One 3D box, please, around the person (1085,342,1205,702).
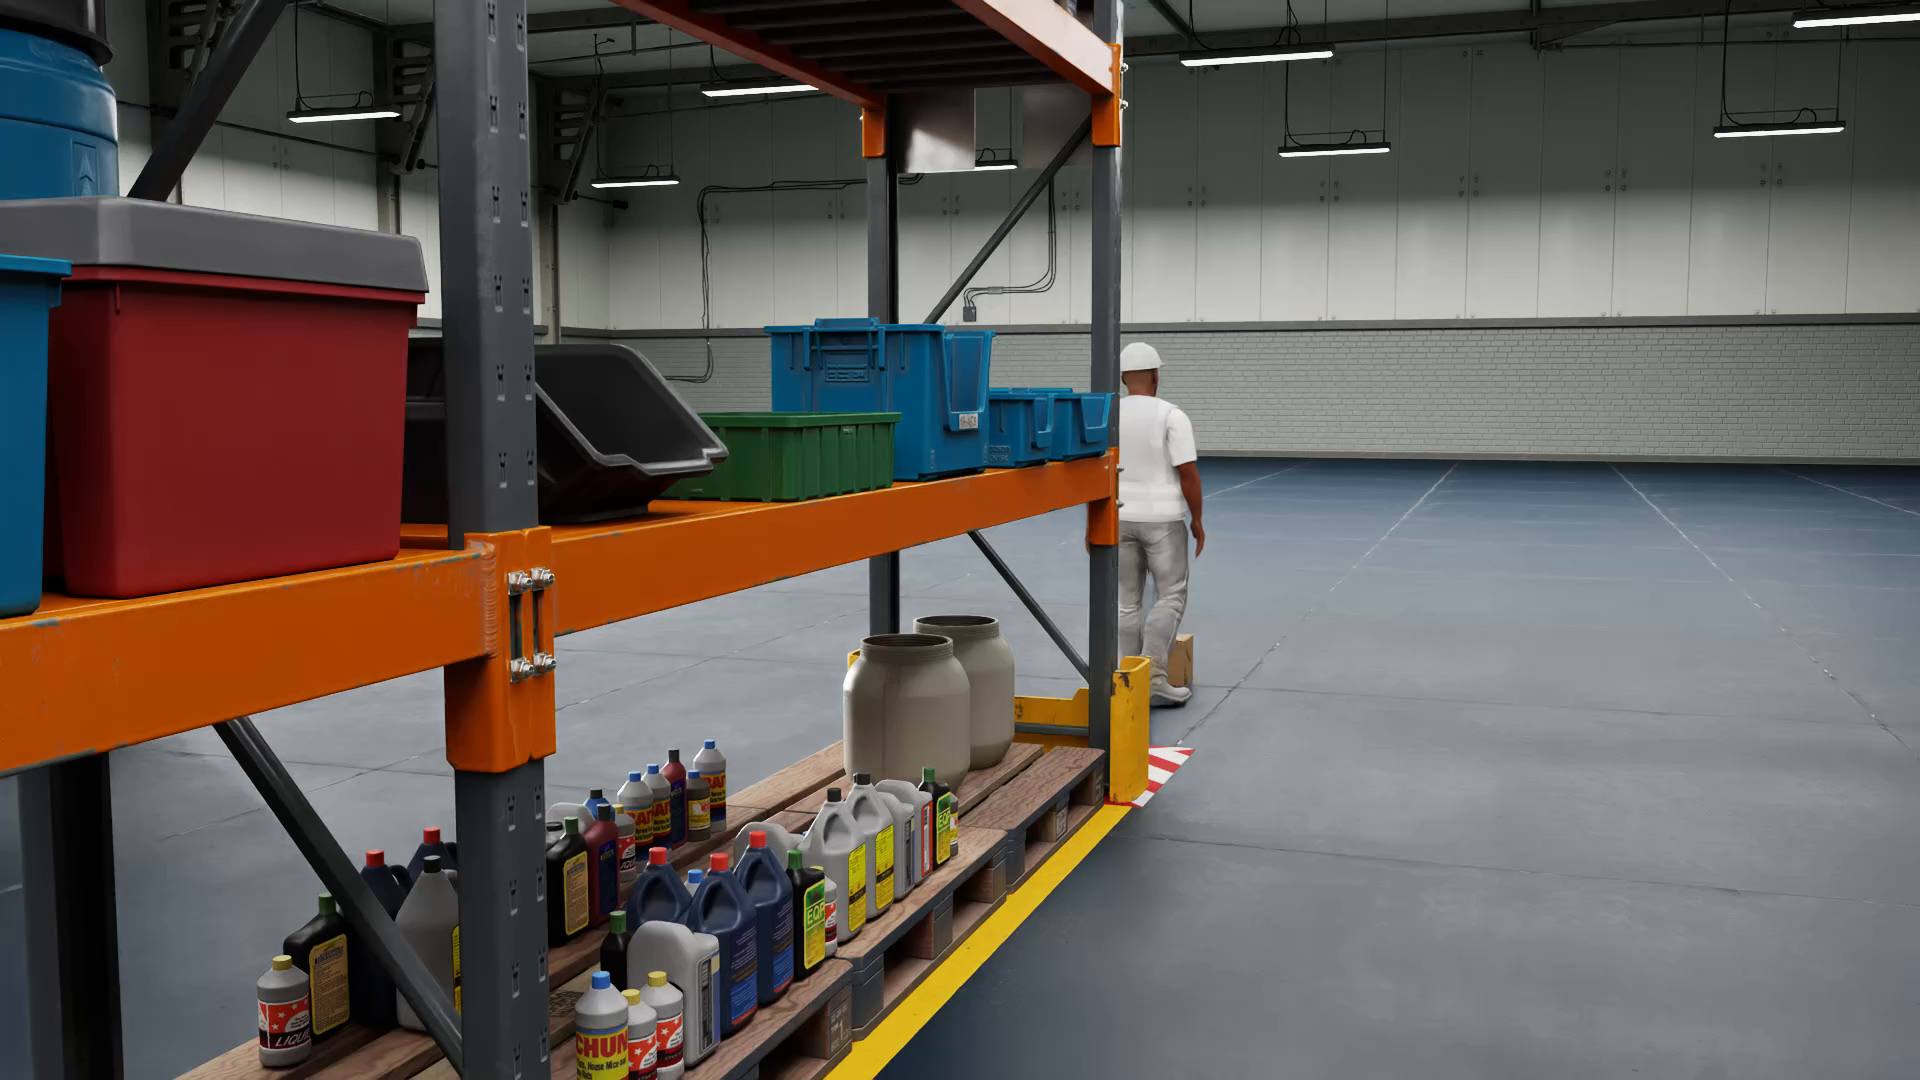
[{"bbox_3d":[0.909,-0.090,8.214,0.608,1.765,0.432,3,6,29],"label":"person"}]
